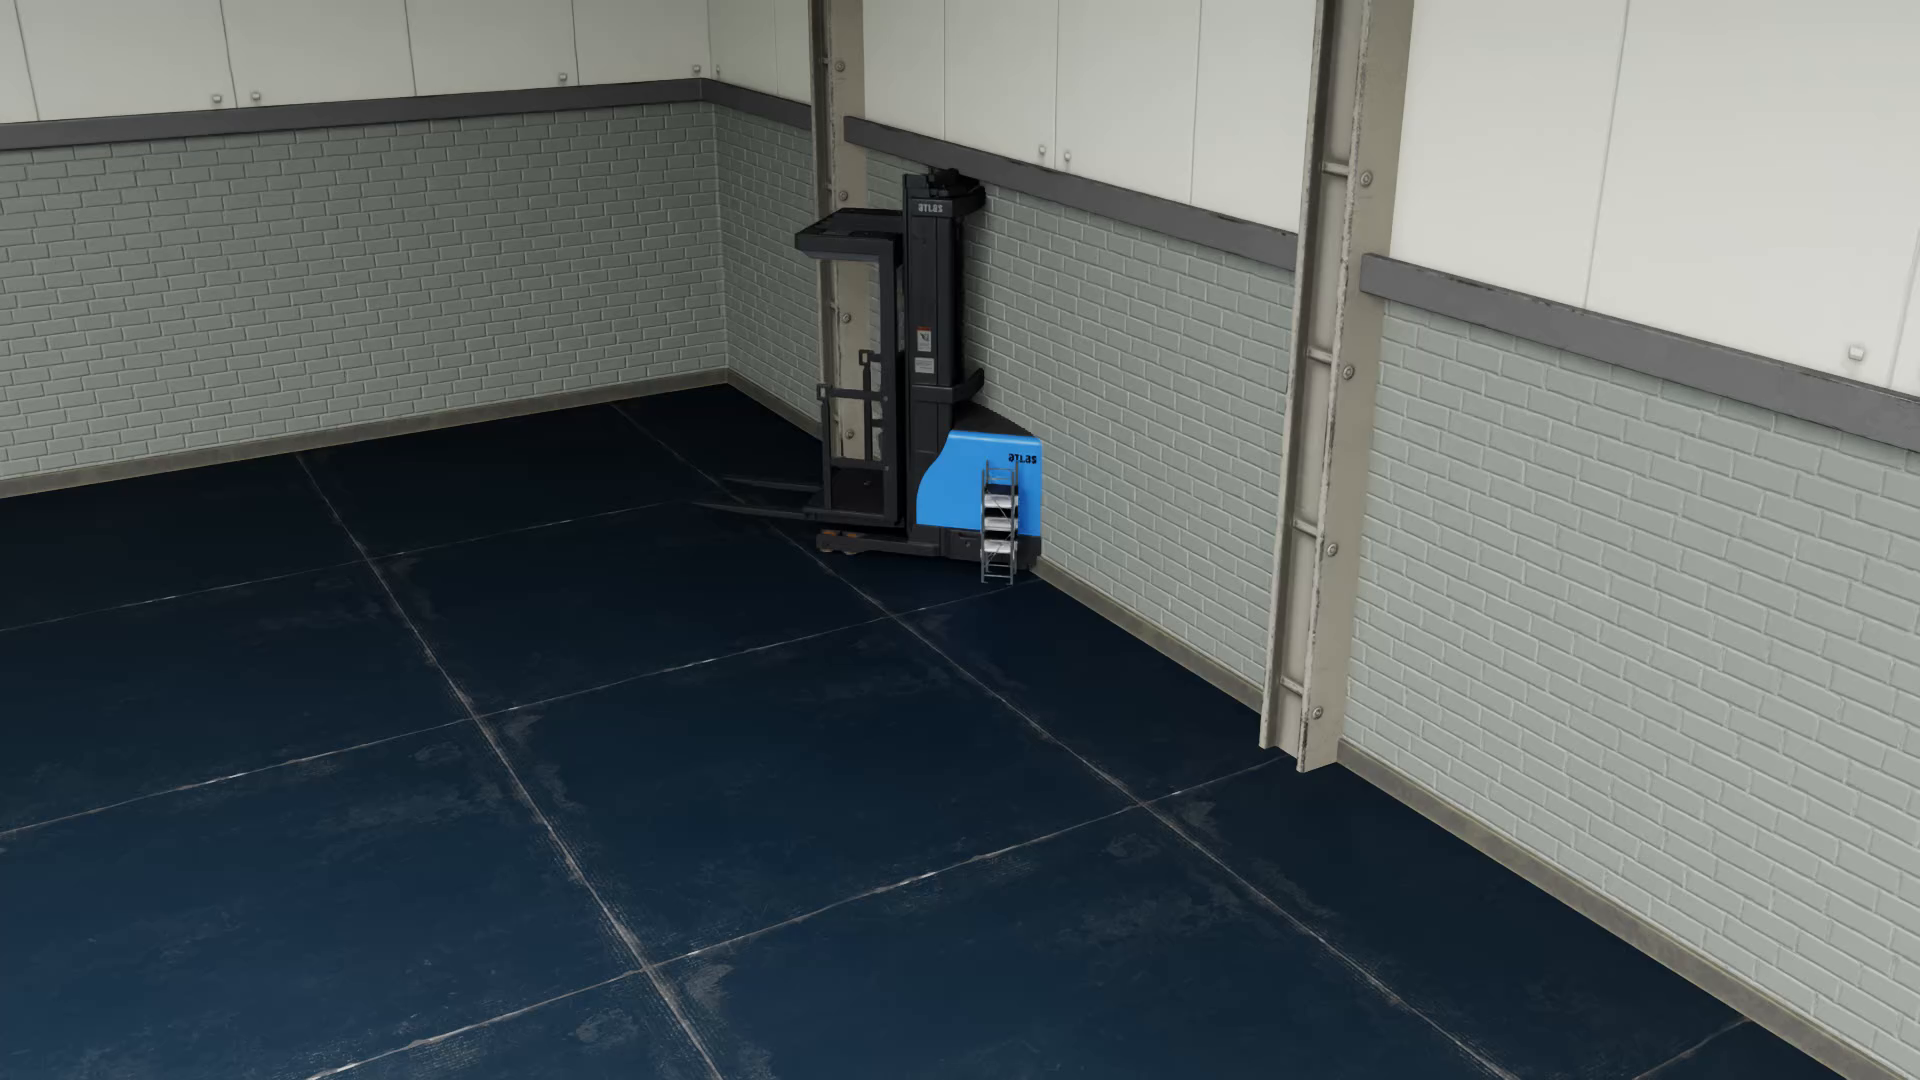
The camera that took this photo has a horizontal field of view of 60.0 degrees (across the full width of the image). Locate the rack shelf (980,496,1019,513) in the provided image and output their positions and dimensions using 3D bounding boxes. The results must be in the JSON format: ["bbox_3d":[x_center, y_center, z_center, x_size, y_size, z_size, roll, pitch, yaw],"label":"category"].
[{"bbox_3d":[0.295,-0.263,12.342,0.258,0.077,0.200,4,22,9],"label":"rack shelf"}]

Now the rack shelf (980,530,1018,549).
[{"bbox_3d":[0.295,-0.013,12.443,0.258,0.077,0.200,4,22,9],"label":"rack shelf"}]

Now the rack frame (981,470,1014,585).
[{"bbox_3d":[0.278,-0.090,12.304,0.240,0.900,0.006,4,22,9],"label":"rack frame"}]

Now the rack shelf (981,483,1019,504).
[{"bbox_3d":[0.295,-0.347,12.308,0.258,0.077,0.200,4,22,9],"label":"rack shelf"}]

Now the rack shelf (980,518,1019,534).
[{"bbox_3d":[0.295,-0.096,12.409,0.258,0.077,0.200,4,22,9],"label":"rack shelf"}]

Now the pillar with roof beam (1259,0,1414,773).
[{"bbox_3d":[-1.640,-2.050,6.372,9.100,9.000,0.400,-13,25,-28],"label":"pillar with roof beam"}]

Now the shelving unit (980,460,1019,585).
[{"bbox_3d":[0.295,-0.127,12.397,0.258,0.900,0.210,4,22,9],"label":"shelving unit"}]

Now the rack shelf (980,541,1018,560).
[{"bbox_3d":[0.295,0.070,12.477,0.258,0.077,0.200,4,22,9],"label":"rack shelf"}]

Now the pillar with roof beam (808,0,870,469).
[{"bbox_3d":[-4.705,-3.993,11.151,9.100,9.000,0.400,-13,25,-28],"label":"pillar with roof beam"}]

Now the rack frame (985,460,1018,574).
[{"bbox_3d":[0.312,-0.165,12.490,0.240,0.900,0.006,4,22,9],"label":"rack frame"}]

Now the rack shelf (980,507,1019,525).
[{"bbox_3d":[0.295,-0.180,12.376,0.258,0.077,0.200,4,22,9],"label":"rack shelf"}]

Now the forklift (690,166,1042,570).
[{"bbox_3d":[-0.634,-1.424,12.890,3.031,2.935,1.130,6,23,14],"label":"forklift"}]
